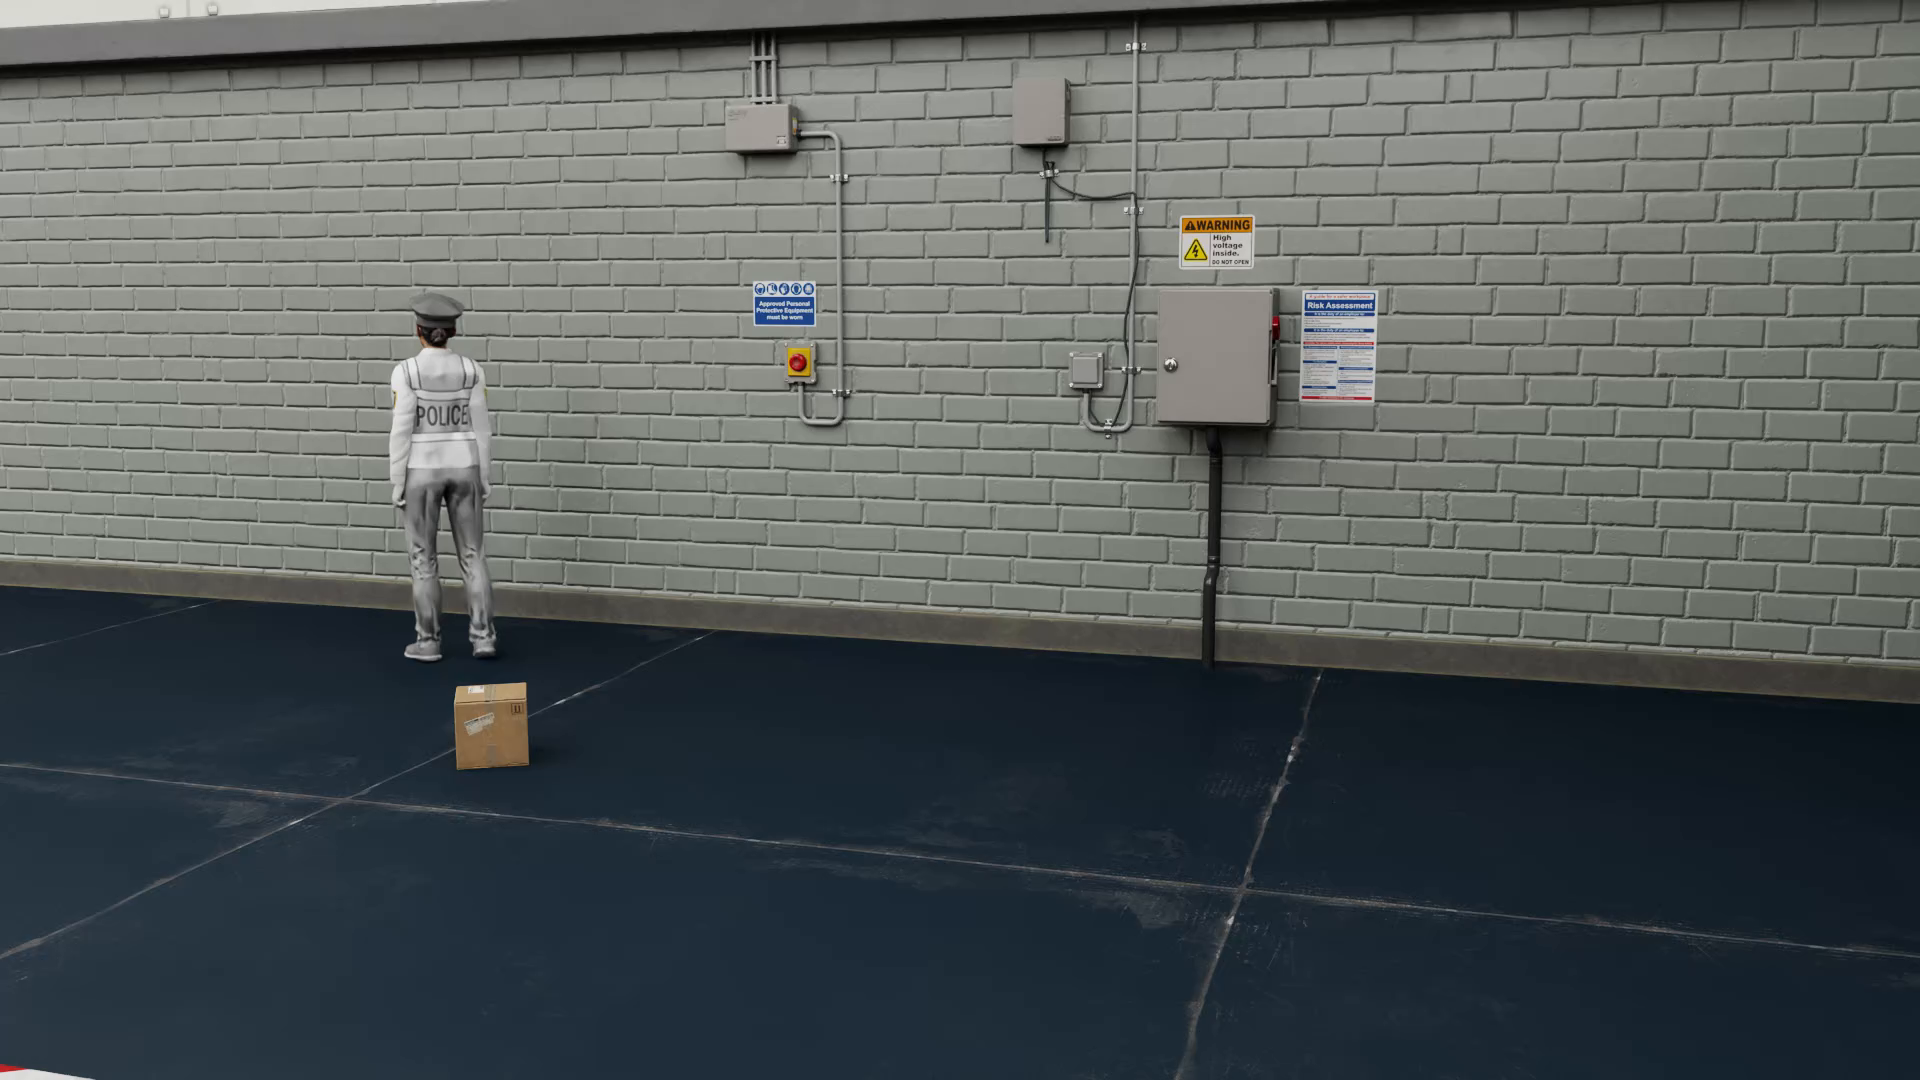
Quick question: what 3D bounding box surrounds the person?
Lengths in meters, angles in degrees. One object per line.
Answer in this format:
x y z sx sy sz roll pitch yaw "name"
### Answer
-2.397 -0.237 7.667 0.470 1.723 0.357 -6 10 -33 "person"
